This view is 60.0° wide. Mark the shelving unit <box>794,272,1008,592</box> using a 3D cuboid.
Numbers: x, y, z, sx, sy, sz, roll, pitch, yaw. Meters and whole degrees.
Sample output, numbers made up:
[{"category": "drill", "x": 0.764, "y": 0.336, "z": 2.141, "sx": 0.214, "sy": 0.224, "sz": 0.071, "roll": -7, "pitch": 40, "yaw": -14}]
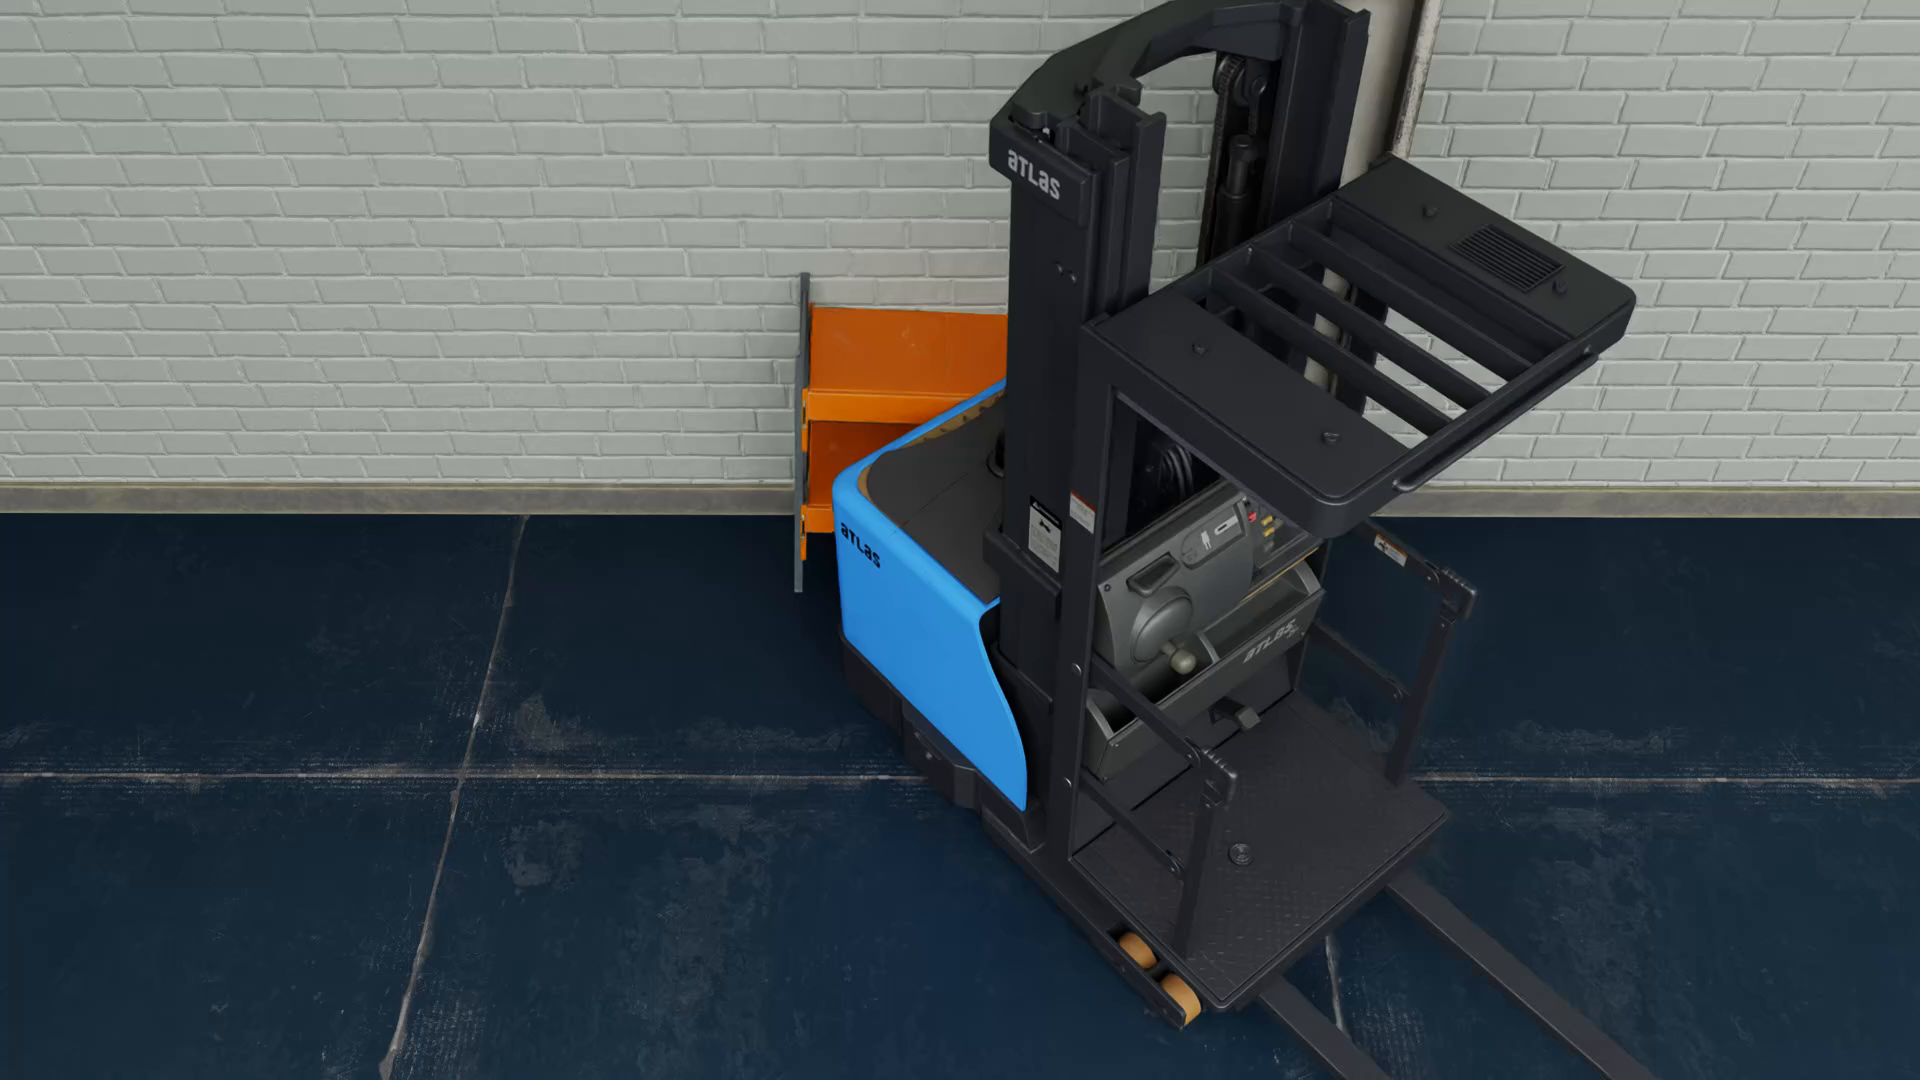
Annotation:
[{"category": "shelving unit", "x": -0.080, "y": -0.364, "z": 6.197, "sx": 1.048, "sy": 1.125, "sz": 0.538, "roll": 2, "pitch": 44, "yaw": -4}]

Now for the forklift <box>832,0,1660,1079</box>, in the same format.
[{"category": "forklift", "x": 0.888, "y": 0.126, "z": 4.631, "sx": 1.130, "sy": 2.935, "sz": 3.031, "roll": -31, "pitch": 54, "yaw": -26}]

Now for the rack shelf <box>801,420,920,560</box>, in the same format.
[{"category": "rack shelf", "x": -0.097, "y": -0.187, "z": 6.365, "sx": 1.000, "sy": 0.278, "sz": 0.538, "roll": 2, "pitch": 44, "yaw": -4}]

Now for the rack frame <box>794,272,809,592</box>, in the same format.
[{"category": "rack frame", "x": -0.587, "y": -0.379, "z": 6.160, "sx": 0.032, "sy": 1.125, "sz": 0.500, "roll": 2, "pitch": 44, "yaw": -4}]

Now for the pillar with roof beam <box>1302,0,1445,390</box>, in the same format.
[{"category": "pillar with roof beam", "x": 1.204, "y": 0.073, "z": 0.534, "sx": 0.400, "sy": 9.000, "sz": 9.100, "roll": 0, "pitch": 47, "yaw": 0}]

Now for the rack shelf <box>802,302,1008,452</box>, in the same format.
[{"category": "rack shelf", "x": -0.059, "y": -0.576, "z": 5.996, "sx": 1.000, "sy": 0.278, "sz": 0.538, "roll": 2, "pitch": 44, "yaw": -4}]
